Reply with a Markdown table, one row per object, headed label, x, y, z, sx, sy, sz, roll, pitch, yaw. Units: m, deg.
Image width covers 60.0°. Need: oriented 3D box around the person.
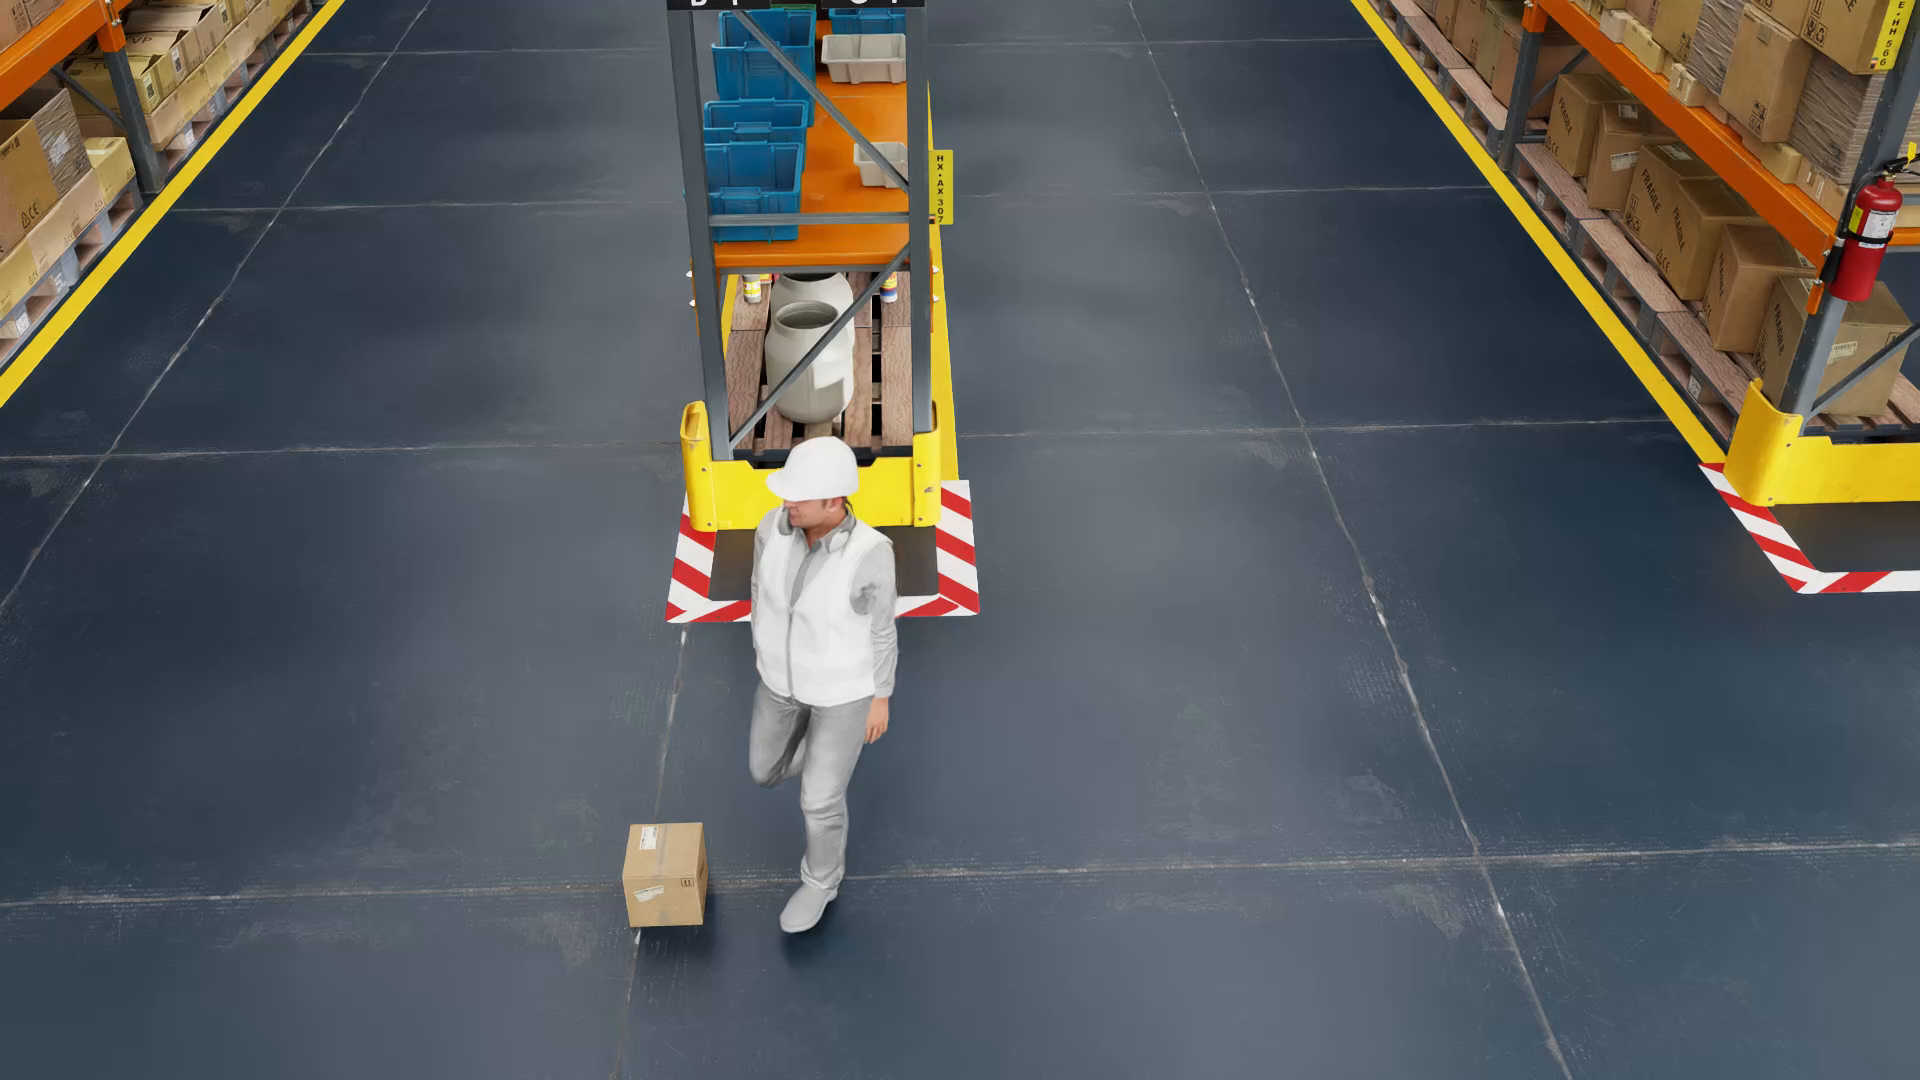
| label | x | y | z | sx | sy | sz | roll | pitch | yaw |
| --- | --- | --- | --- | --- | --- | --- | --- | --- | --- |
| person | -0.478 | 0.445 | 5.498 | 0.549 | 1.750 | 0.753 | 18 | 39 | 23 |
